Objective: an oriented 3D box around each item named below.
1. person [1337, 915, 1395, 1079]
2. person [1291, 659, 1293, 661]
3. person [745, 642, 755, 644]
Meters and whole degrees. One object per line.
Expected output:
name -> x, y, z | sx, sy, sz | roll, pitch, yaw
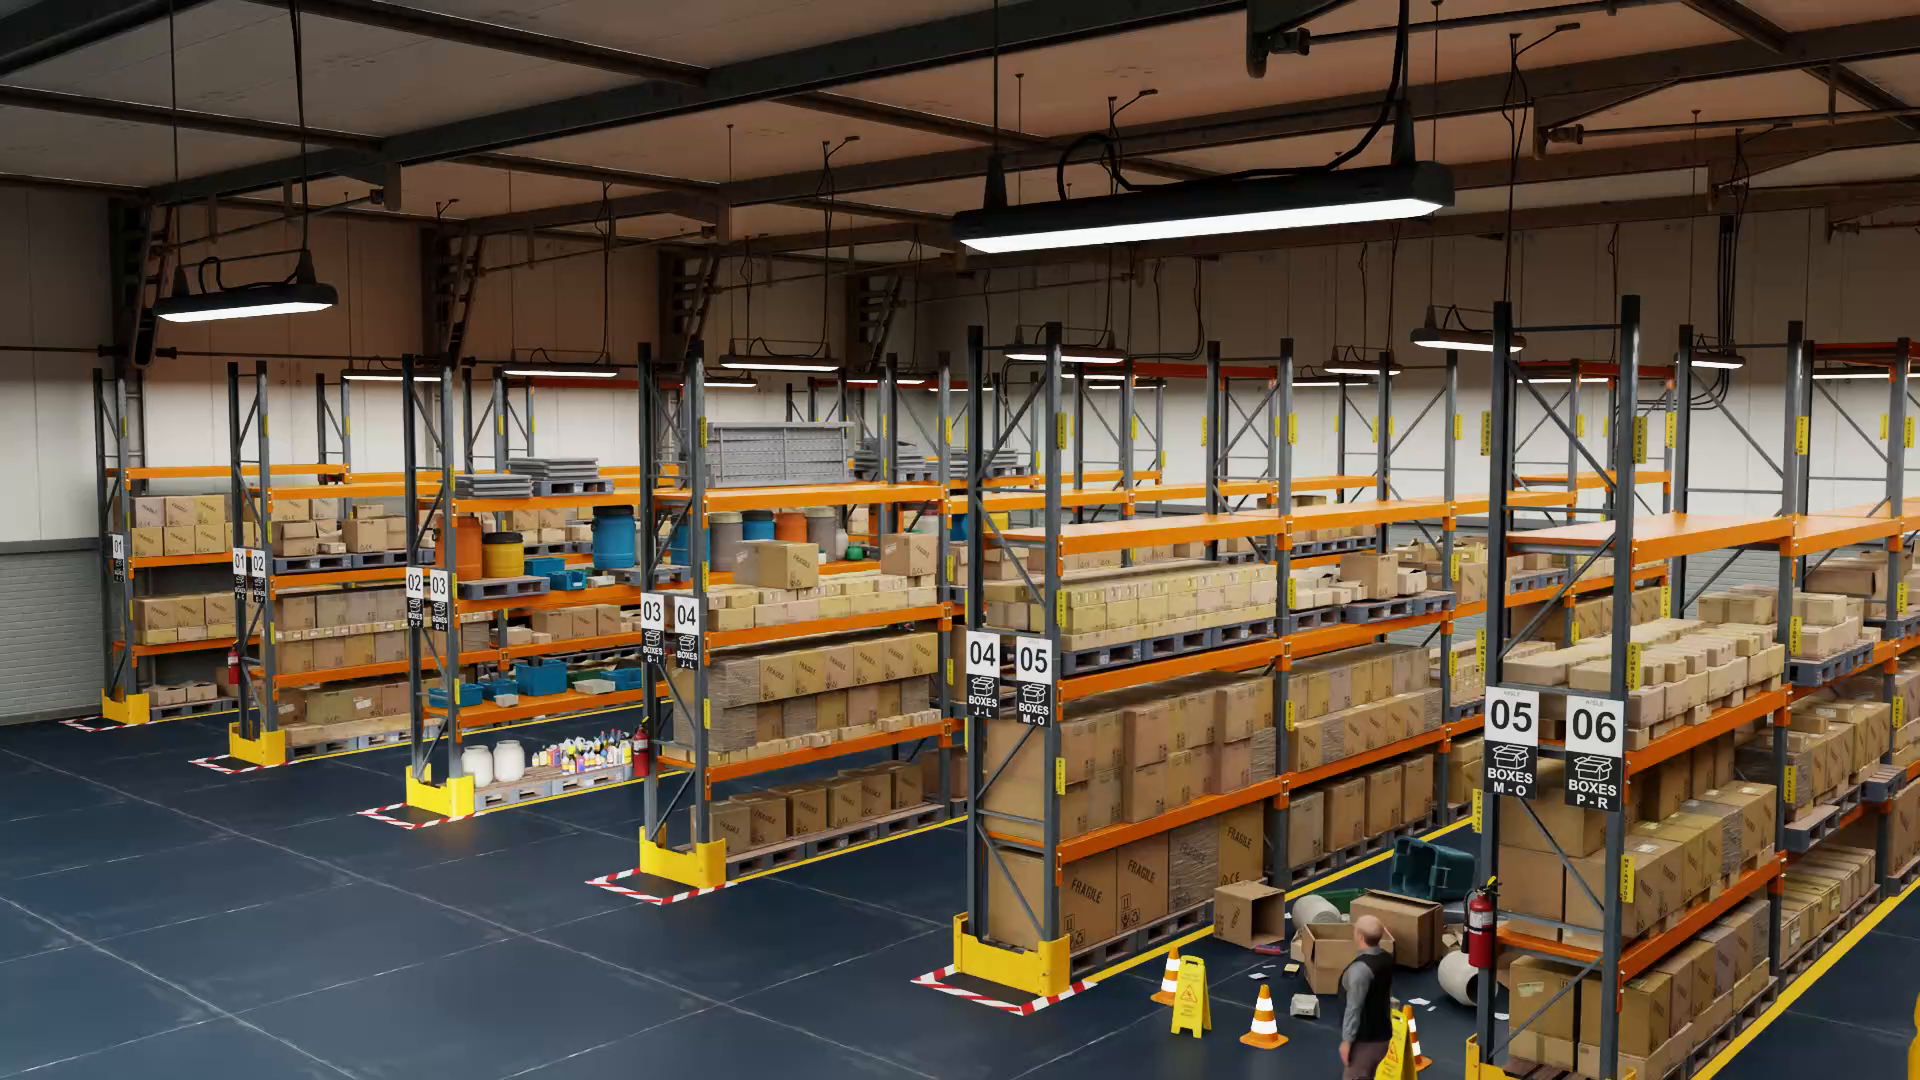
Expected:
person -> 2.875, 3.452, 11.500 | 0.642, 1.710, 0.508 | 1, 4, 12
person -> 4.851, 2.550, 24.787 | 0.473, 1.614, 0.427 | -2, 5, -21
person -> -3.623, 2.239, 27.961 | 0.549, 1.806, 0.528 | 0, 4, -2
